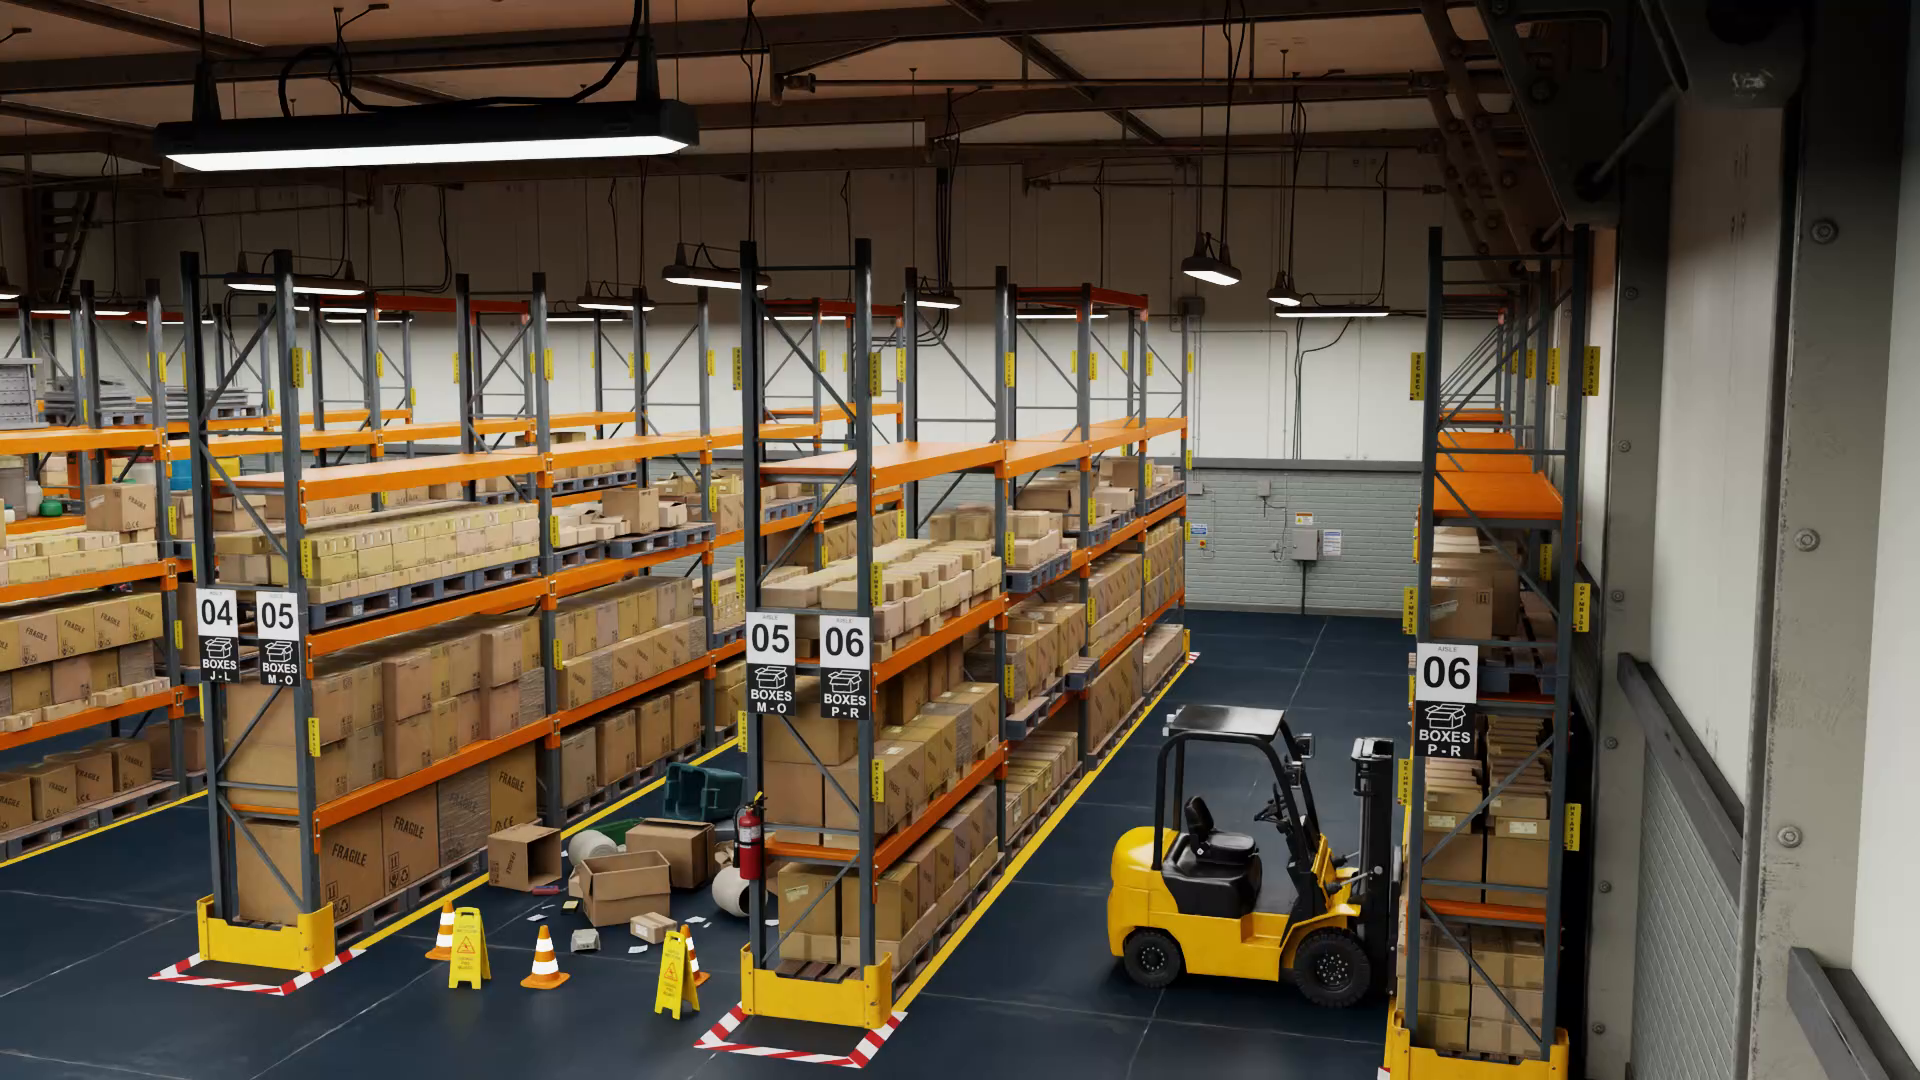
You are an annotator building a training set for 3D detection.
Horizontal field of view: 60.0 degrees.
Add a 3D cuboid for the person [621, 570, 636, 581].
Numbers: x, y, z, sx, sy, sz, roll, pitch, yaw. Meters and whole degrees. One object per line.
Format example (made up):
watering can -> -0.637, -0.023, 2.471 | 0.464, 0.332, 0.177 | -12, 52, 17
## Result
person -> -5.520, 1.230, 27.621 | 0.494, 1.661, 1.057 | 2, 7, 19
